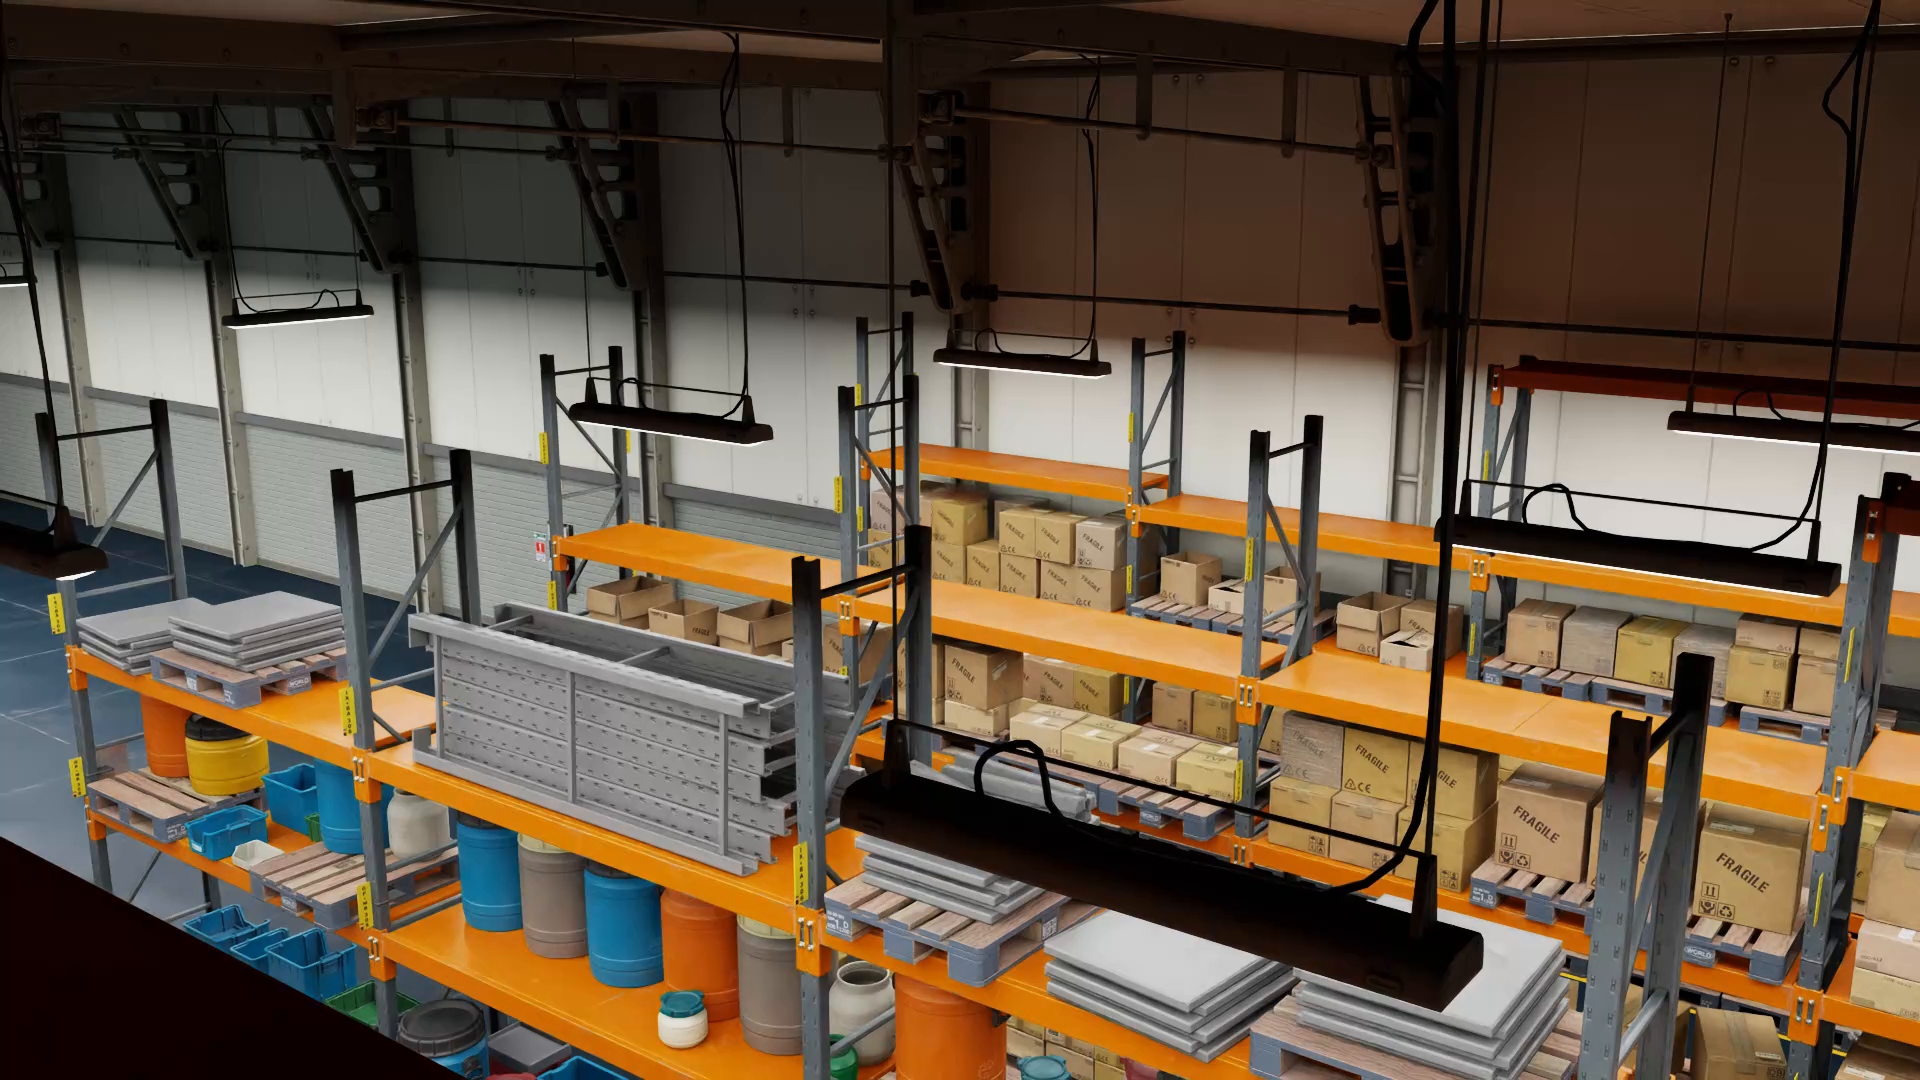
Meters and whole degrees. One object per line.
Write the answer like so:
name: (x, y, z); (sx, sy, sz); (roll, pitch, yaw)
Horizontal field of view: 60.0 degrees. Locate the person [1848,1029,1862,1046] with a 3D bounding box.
person: (6.781, 4.402, 12.576); (1.021, 1.621, 0.469); (10, 16, 36)
